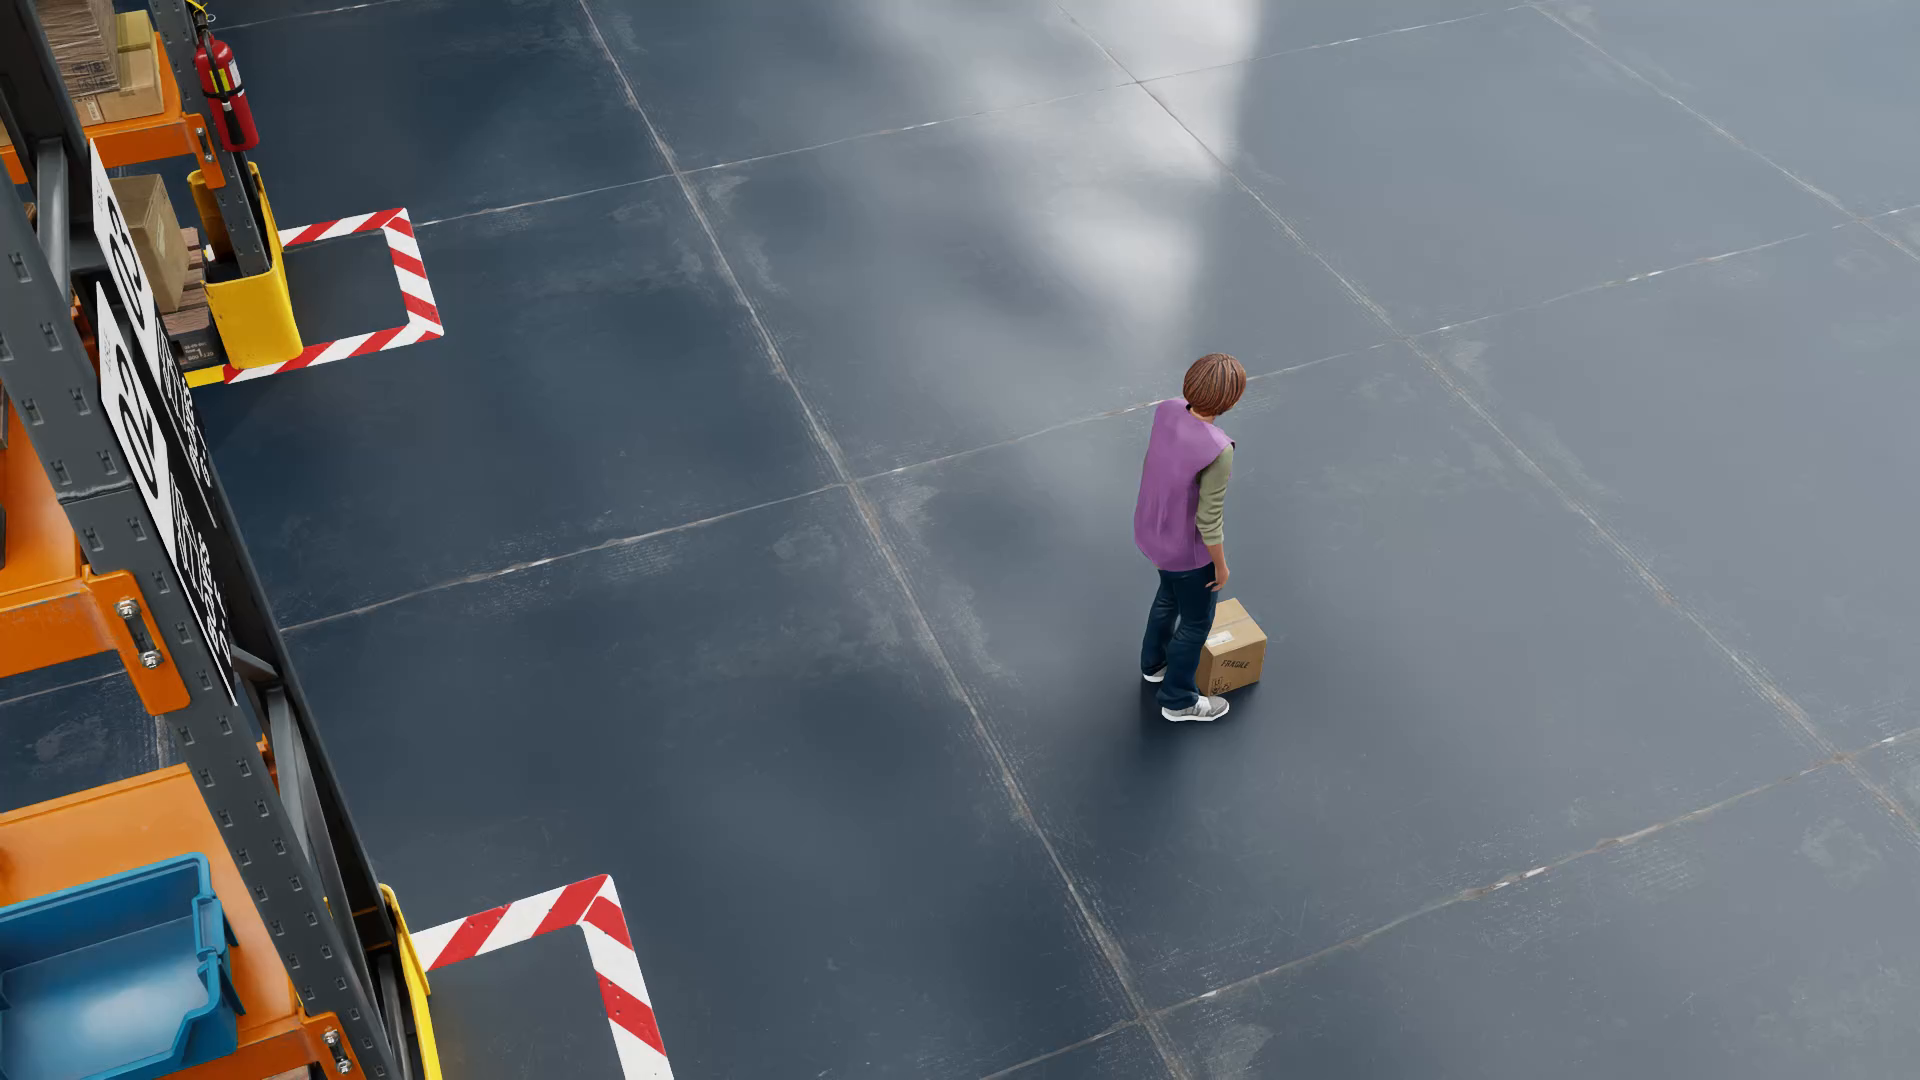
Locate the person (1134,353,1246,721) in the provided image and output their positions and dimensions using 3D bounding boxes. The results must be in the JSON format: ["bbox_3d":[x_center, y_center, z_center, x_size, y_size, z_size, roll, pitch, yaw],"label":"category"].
[{"bbox_3d":[0.847,-0.001,6.170,0.378,1.591,0.482,-18,45,-19],"label":"person"}]
